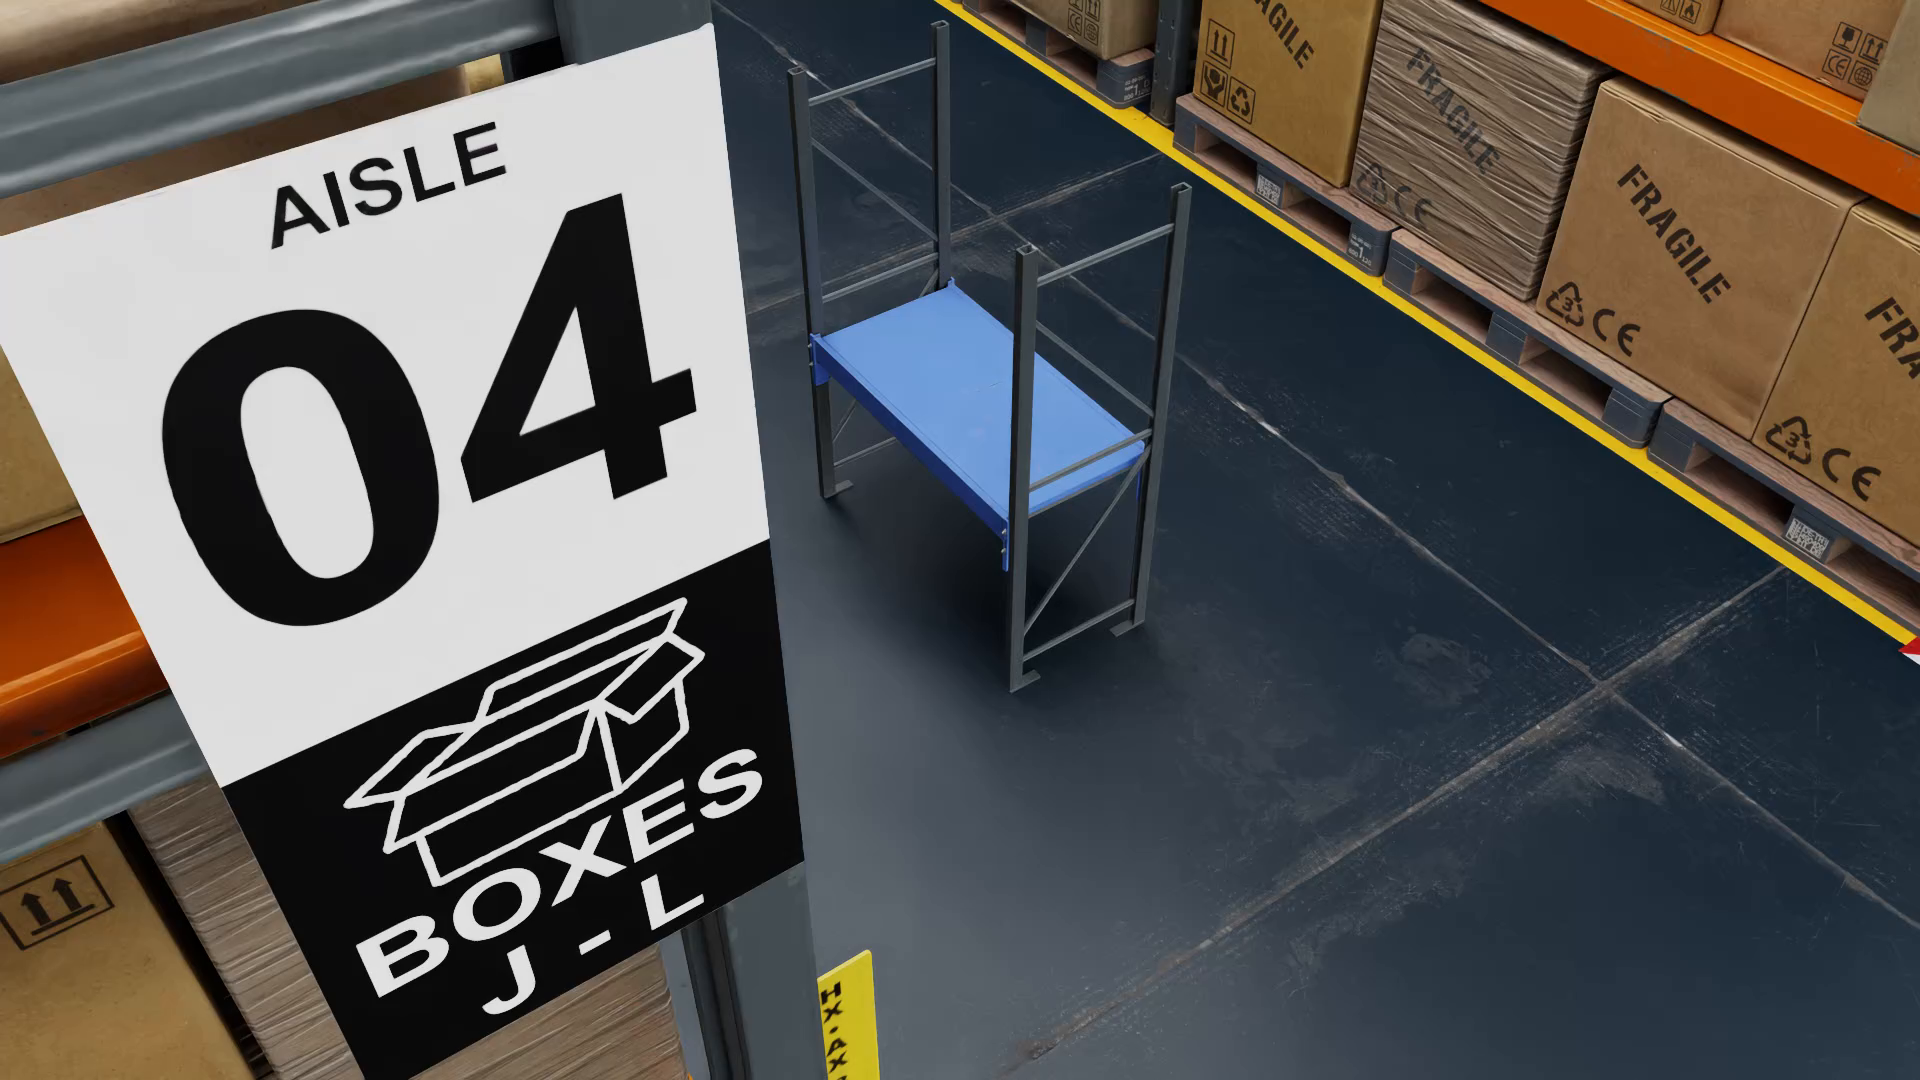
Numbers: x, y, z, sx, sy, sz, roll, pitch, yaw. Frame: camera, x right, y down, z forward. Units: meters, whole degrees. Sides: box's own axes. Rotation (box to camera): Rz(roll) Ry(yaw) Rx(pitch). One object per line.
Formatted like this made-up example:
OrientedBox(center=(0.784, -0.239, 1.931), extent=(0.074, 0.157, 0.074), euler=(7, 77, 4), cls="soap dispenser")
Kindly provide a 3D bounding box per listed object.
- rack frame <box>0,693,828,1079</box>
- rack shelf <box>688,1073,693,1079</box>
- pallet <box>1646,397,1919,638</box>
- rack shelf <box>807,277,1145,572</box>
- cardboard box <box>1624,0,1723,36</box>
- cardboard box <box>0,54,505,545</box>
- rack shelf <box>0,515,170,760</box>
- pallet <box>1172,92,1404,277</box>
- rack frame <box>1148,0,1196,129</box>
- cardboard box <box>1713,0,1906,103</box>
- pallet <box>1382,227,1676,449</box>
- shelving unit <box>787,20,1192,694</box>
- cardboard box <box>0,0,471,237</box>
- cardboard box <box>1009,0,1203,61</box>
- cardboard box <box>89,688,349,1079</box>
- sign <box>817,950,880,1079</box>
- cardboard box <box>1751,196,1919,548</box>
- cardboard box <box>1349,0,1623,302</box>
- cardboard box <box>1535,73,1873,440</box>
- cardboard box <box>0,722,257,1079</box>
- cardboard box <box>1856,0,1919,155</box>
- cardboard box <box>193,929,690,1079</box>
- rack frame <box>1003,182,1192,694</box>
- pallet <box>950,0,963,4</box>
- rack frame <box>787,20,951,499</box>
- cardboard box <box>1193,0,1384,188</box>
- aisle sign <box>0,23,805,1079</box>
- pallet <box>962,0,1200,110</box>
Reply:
OrientedBox(center=(-0.581, 1.099, 1.927), extent=(1.000, 3.000, 0.127), euler=(-26, 49, -24), cls="rack frame")
OrientedBox(center=(-1.725, 0.226, 3.362), extent=(1.077, 0.370, 4.000), euler=(-26, 49, -24), cls="rack shelf")
OrientedBox(center=(3.023, -0.217, 5.324), extent=(1.003, 0.211, 1.213), euler=(-26, 49, -24), cls="pallet")
OrientedBox(center=(0.049, -0.364, 4.806), extent=(0.538, 0.185, 1.000), euler=(-26, 49, -24), cls="rack shelf")
OrientedBox(center=(2.408, -2.003, 5.067), extent=(0.875, 0.550, 0.500), euler=(-26, 49, -24), cls="cardboard box")
OrientedBox(center=(-0.645, -0.307, 1.335), extent=(0.500, 0.250, 0.500), euler=(-24, 49, -23), cls="cardboard box")
OrientedBox(center=(-1.725, -0.859, 2.326), extent=(1.077, 0.370, 4.000), euler=(-26, 49, -24), cls="rack shelf")
OrientedBox(center=(1.627, -1.598, 6.772), extent=(1.003, 0.211, 1.213), euler=(-26, 49, -24), cls="pallet")
OrientedBox(center=(1.256, -3.069, 6.292), extent=(1.000, 3.000, 0.127), euler=(-26, 49, -24), cls="rack frame")
OrientedBox(center=(2.745, -1.719, 4.770), extent=(0.875, 0.550, 0.550), euler=(-26, 49, -24), cls="cardboard box")
OrientedBox(center=(2.329, -0.907, 6.047), extent=(1.003, 0.211, 1.213), euler=(-26, 49, -24), cls="pallet")
OrientedBox(center=(0.049, -0.494, 4.682), extent=(0.538, 1.500, 1.048), euler=(-26, 49, -24), cls="shelving unit")
OrientedBox(center=(-0.549, -0.323, 1.064), extent=(0.380, 0.149, 0.250), euler=(-26, 49, -25), cls="cardboard box")
OrientedBox(center=(0.828, -2.723, 7.255), extent=(1.050, 0.750, 0.750), euler=(-26, 49, -25), cls="cardboard box")
OrientedBox(center=(-0.672, 0.174, 1.883), extent=(0.500, 0.500, 0.500), euler=(-26, 49, -24), cls="cardboard box")
OrientedBox(center=(-0.136, 0.571, 1.852), extent=(0.100, 0.325, 0.005), euler=(-26, 49, -24), cls="sign")
OrientedBox(center=(3.103, -0.545, 4.883), extent=(0.875, 0.875, 0.875), euler=(-25, 49, -24), cls="cardboard box")
OrientedBox(center=(2.078, -1.559, 5.946), extent=(0.875, 0.875, 0.875), euler=(-25, 49, -24), cls="cardboard box")
OrientedBox(center=(2.598, -1.042, 5.404), extent=(0.875, 0.875, 0.875), euler=(-26, 50, -25), cls="cardboard box")
OrientedBox(center=(-1.099, 0.380, 1.668), extent=(0.500, 0.500, 0.500), euler=(-26, 49, -24), cls="cardboard box")
OrientedBox(center=(2.963, -1.353, 4.386), extent=(0.875, 0.550, 0.550), euler=(-26, 49, -24), cls="cardboard box")
OrientedBox(center=(-0.873, 0.633, 2.127), extent=(0.875, 0.500, 0.500), euler=(-26, 49, -24), cls="cardboard box")
OrientedBox(center=(0.340, -0.206, 4.380), extent=(0.500, 1.500, 0.032), euler=(-26, 49, -24), cls="rack frame")
OrientedBox(center=(0.051, -3.159, 8.406), extent=(1.003, 0.211, 1.213), euler=(-26, 49, -24), cls="pallet")
OrientedBox(center=(-0.242, -0.782, 4.983), extent=(0.500, 1.500, 0.032), euler=(-26, 49, -24), cls="rack frame")
OrientedBox(center=(1.559, -2.068, 6.479), extent=(0.875, 0.875, 0.875), euler=(-25, 49, -24), cls="cardboard box")
OrientedBox(center=(-0.300, 0.075, 1.116), extent=(0.394, 0.787, 0.004), euler=(-26, 49, -24), cls="aisle sign")
OrientedBox(center=(0.753, -2.467, 7.682), extent=(1.003, 0.211, 1.213), euler=(-26, 49, -24), cls="pallet")
